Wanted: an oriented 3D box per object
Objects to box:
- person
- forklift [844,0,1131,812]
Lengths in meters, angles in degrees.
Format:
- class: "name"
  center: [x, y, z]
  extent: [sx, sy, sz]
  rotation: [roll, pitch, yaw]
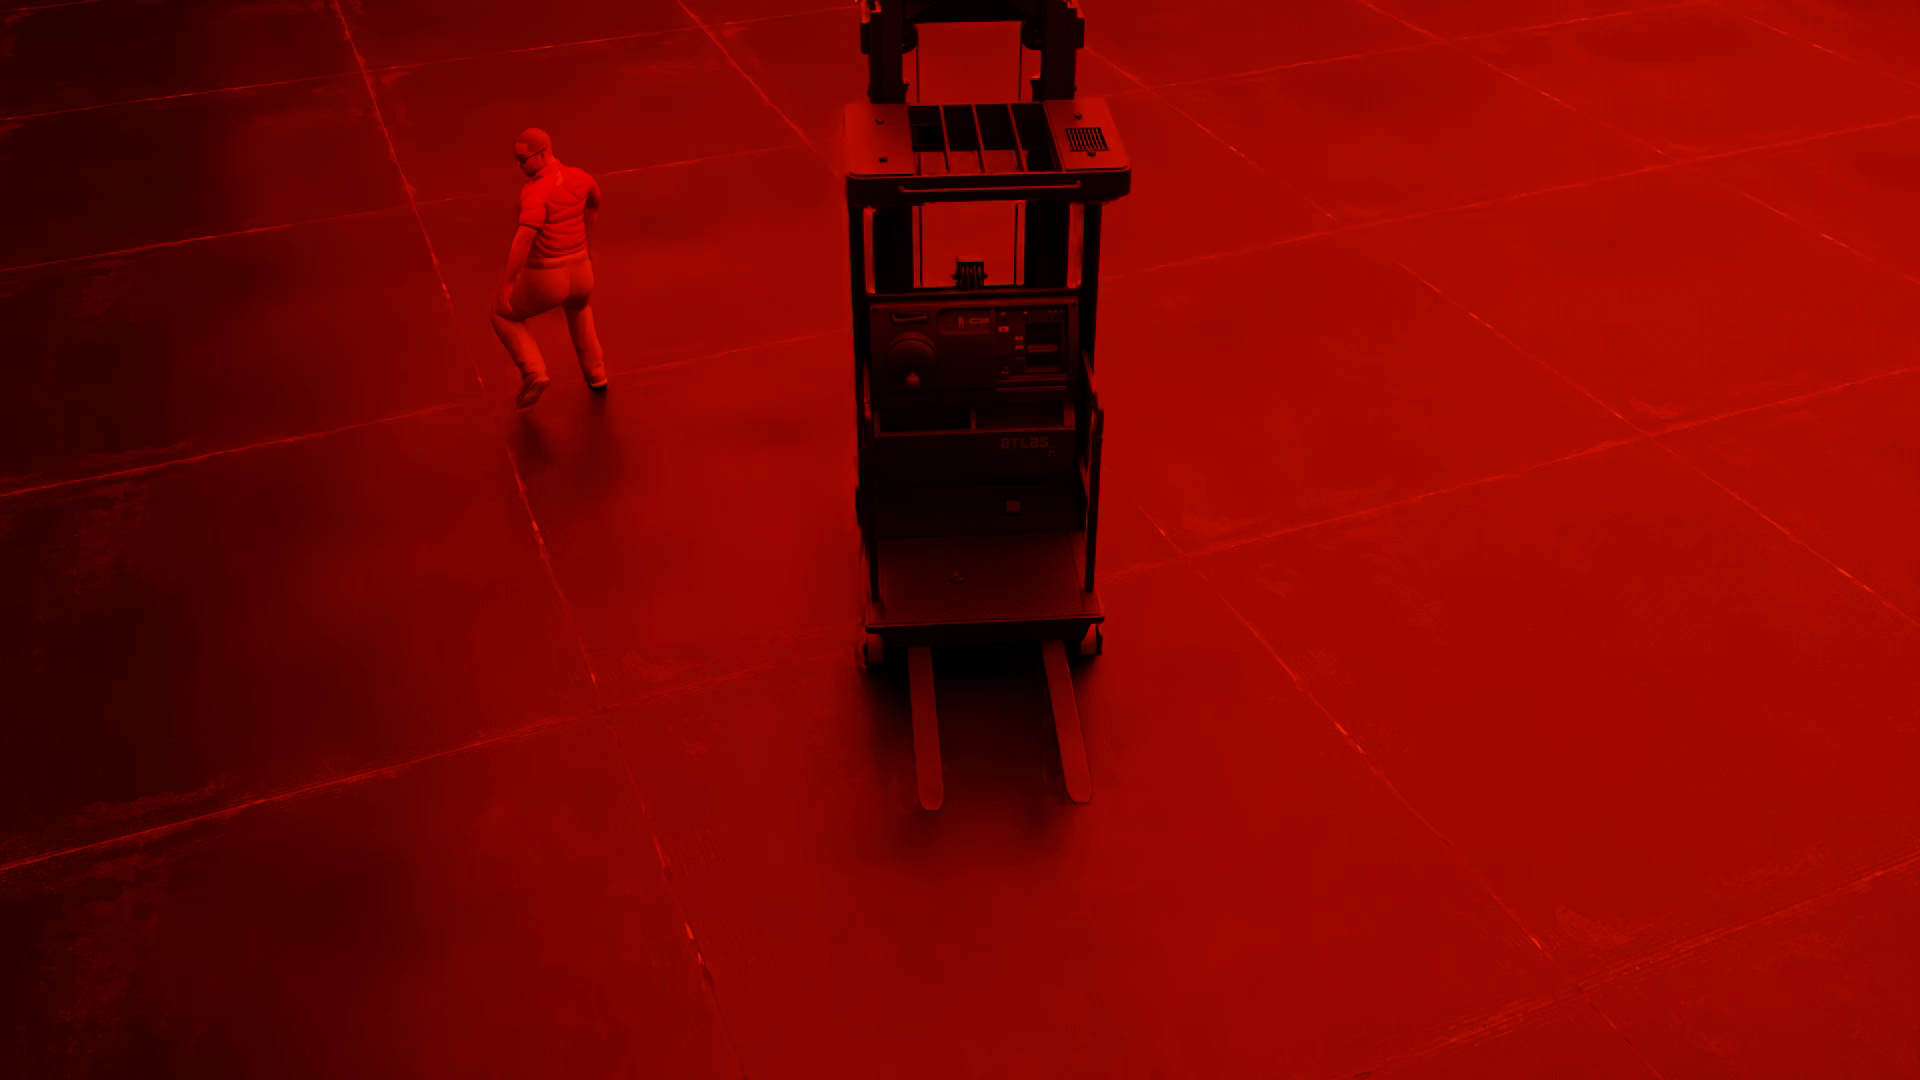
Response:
- class: "person"
  center: [-2.332, -1.531, 9.410]
  extent: [0.562, 1.625, 0.857]
  rotation: [29, 45, 34]
- class: "forklift"
  center: [0.082, -0.808, 7.235]
  extent: [1.130, 2.935, 3.031]
  rotation: [-2, 35, -3]
